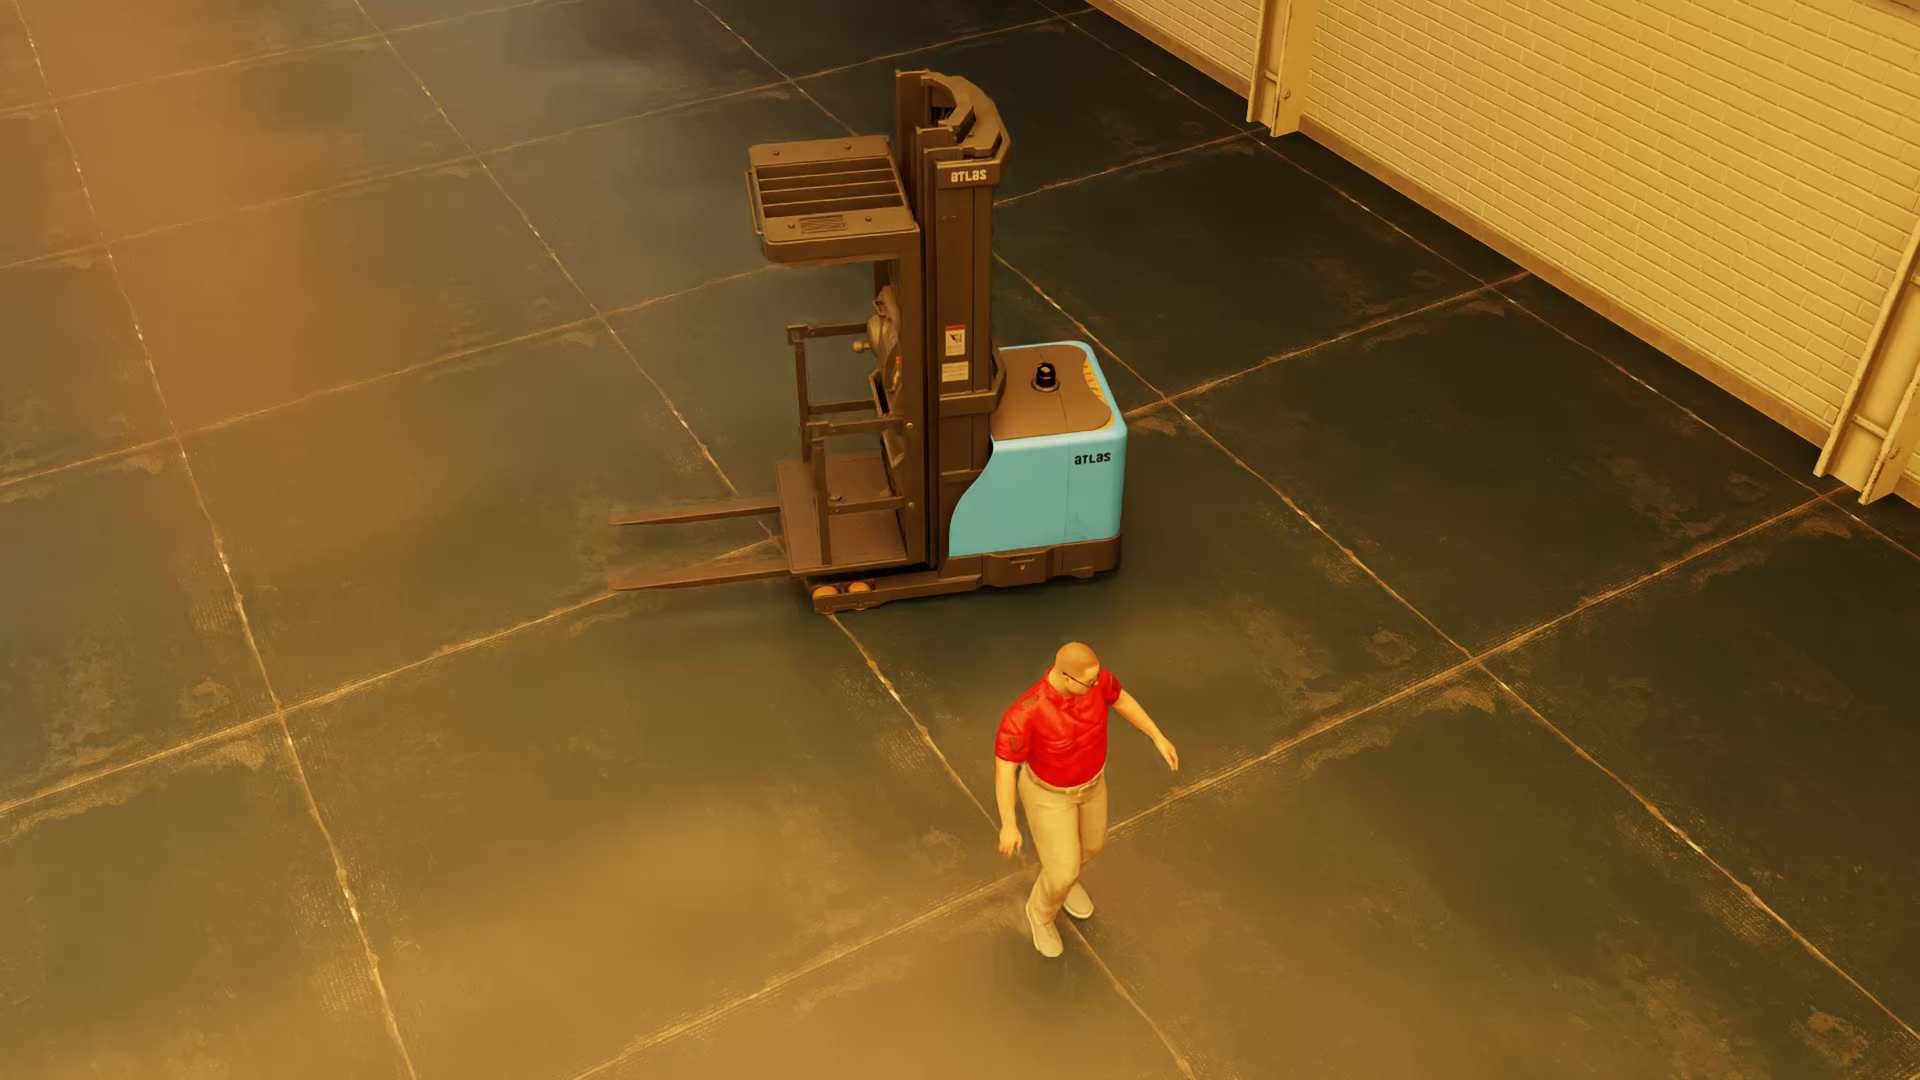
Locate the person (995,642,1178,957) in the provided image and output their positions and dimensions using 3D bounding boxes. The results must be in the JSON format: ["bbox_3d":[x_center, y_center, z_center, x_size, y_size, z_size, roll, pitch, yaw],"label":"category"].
[{"bbox_3d":[0.526,1.166,7.639,0.923,1.761,0.464,-24,45,-26],"label":"person"}]

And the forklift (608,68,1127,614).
[{"bbox_3d":[-0.600,-1.057,9.311,3.031,2.935,1.130,-7,40,-8],"label":"forklift"}]
